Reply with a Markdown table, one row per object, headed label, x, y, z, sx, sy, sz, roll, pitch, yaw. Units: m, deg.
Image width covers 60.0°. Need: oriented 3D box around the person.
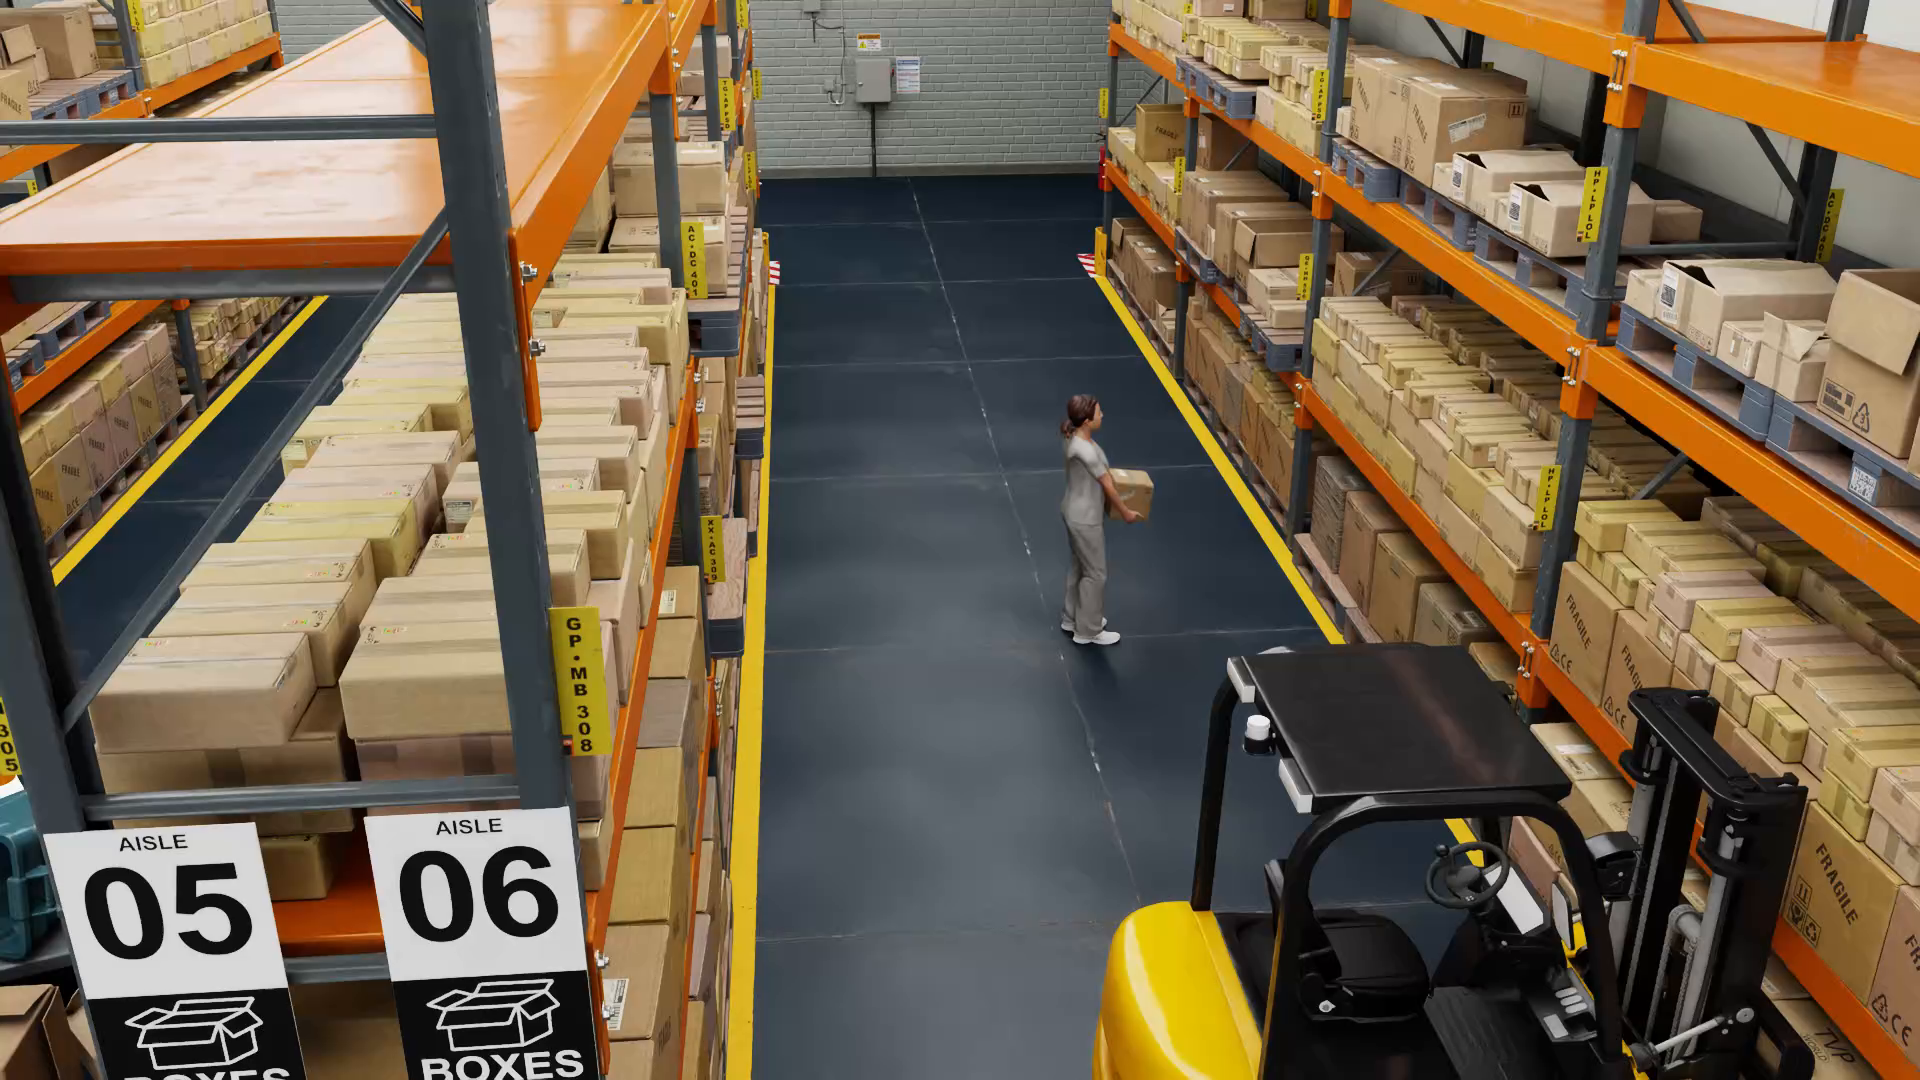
| label | x | y | z | sx | sy | sz | roll | pitch | yaw |
| --- | --- | --- | --- | --- | --- | --- | --- | --- | --- |
| person | 0.878 | -0.139 | 10.642 | 0.536 | 1.669 | 0.409 | -3 | 24 | -6 |
